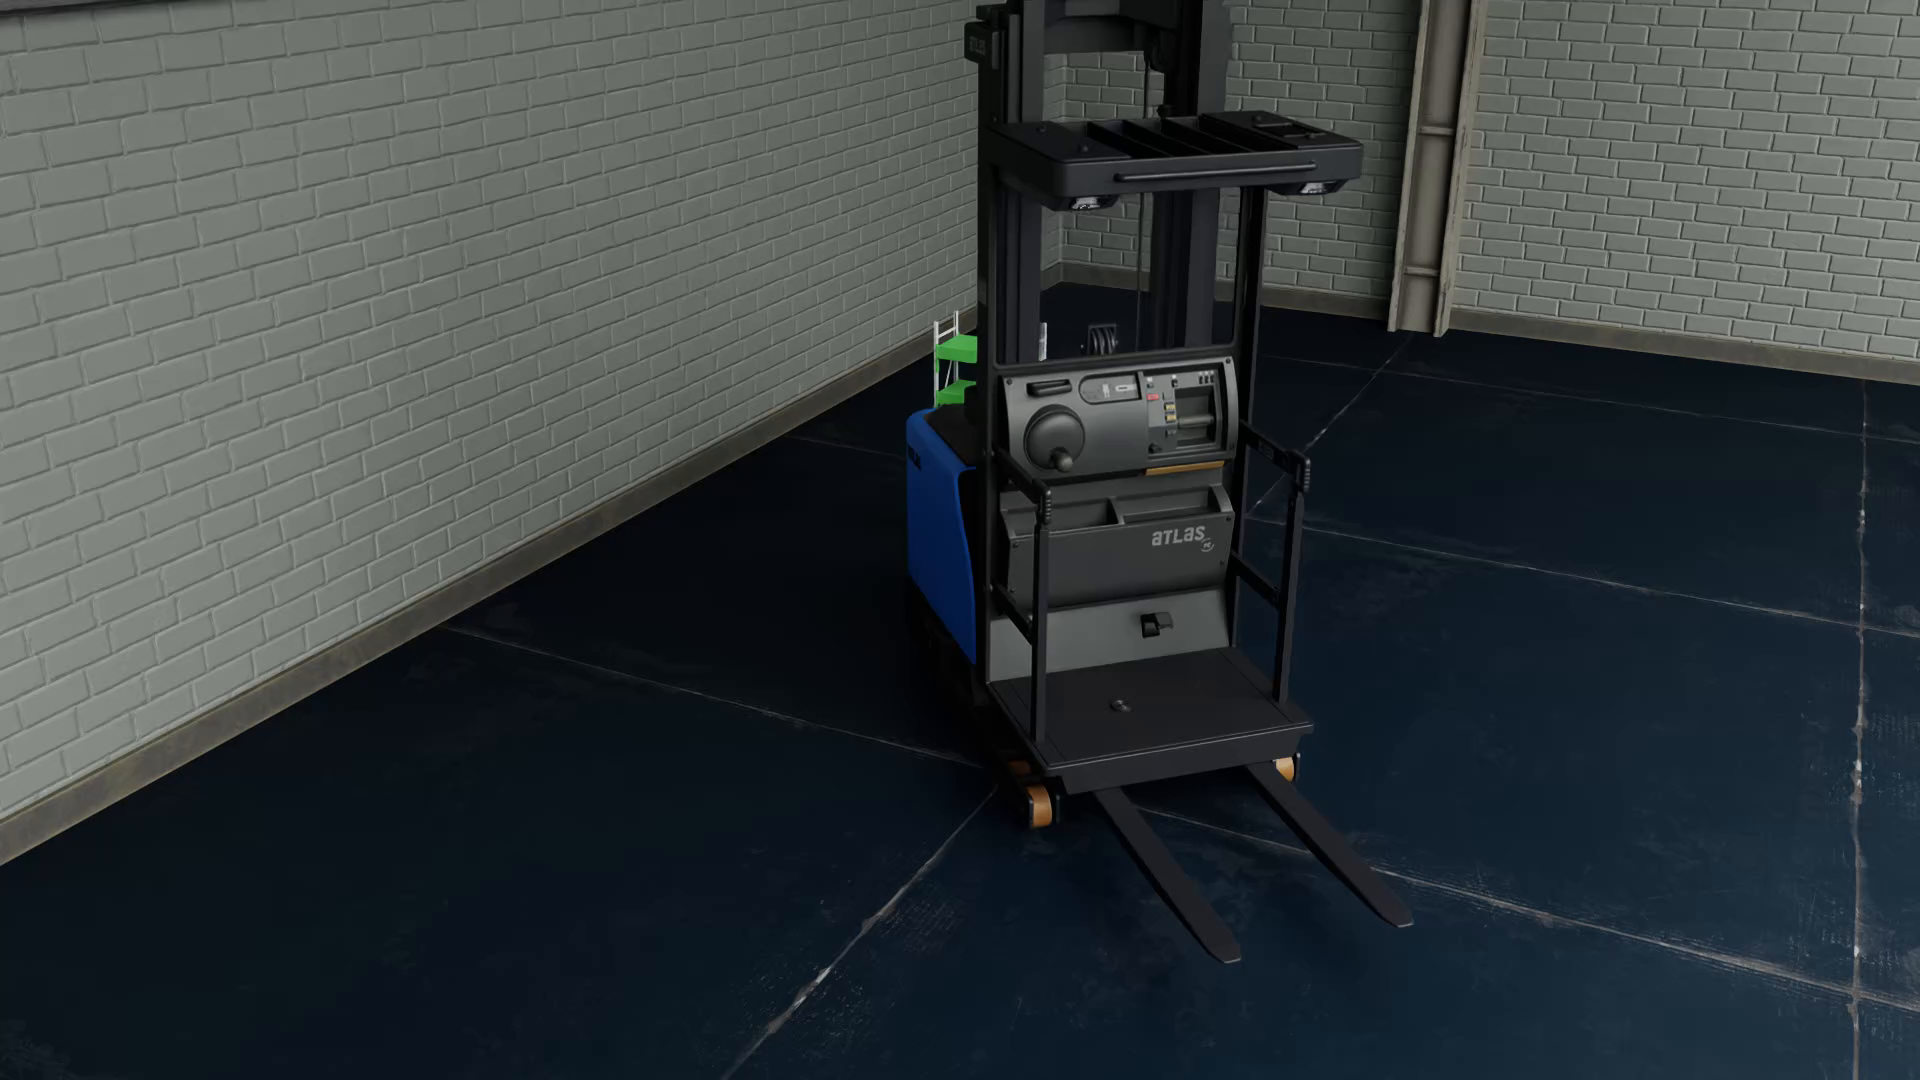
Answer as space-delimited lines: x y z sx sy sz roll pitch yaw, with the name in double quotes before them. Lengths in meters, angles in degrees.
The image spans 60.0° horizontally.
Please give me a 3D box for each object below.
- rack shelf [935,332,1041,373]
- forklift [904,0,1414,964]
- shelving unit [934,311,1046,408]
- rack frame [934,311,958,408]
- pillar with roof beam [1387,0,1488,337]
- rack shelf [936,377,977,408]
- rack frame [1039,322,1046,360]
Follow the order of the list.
"rack shelf" 0.148 -0.906 8.284 0.480 0.148 0.258 11 25 25
"forklift" 0.675 -0.445 6.052 1.130 2.935 3.031 -7 24 -16
"shelving unit" 0.148 -0.523 8.446 0.503 1.200 0.258 11 25 25
"rack frame" -0.070 -0.566 8.548 0.015 1.200 0.240 11 25 25
"pillar with roof beam" 1.493 -4.221 7.176 0.400 9.000 9.100 11 25 25
"rack shelf" 0.148 -0.685 8.378 0.480 0.148 0.258 11 25 25
"rack frame" 0.365 -0.480 8.345 0.015 1.200 0.240 11 25 25
